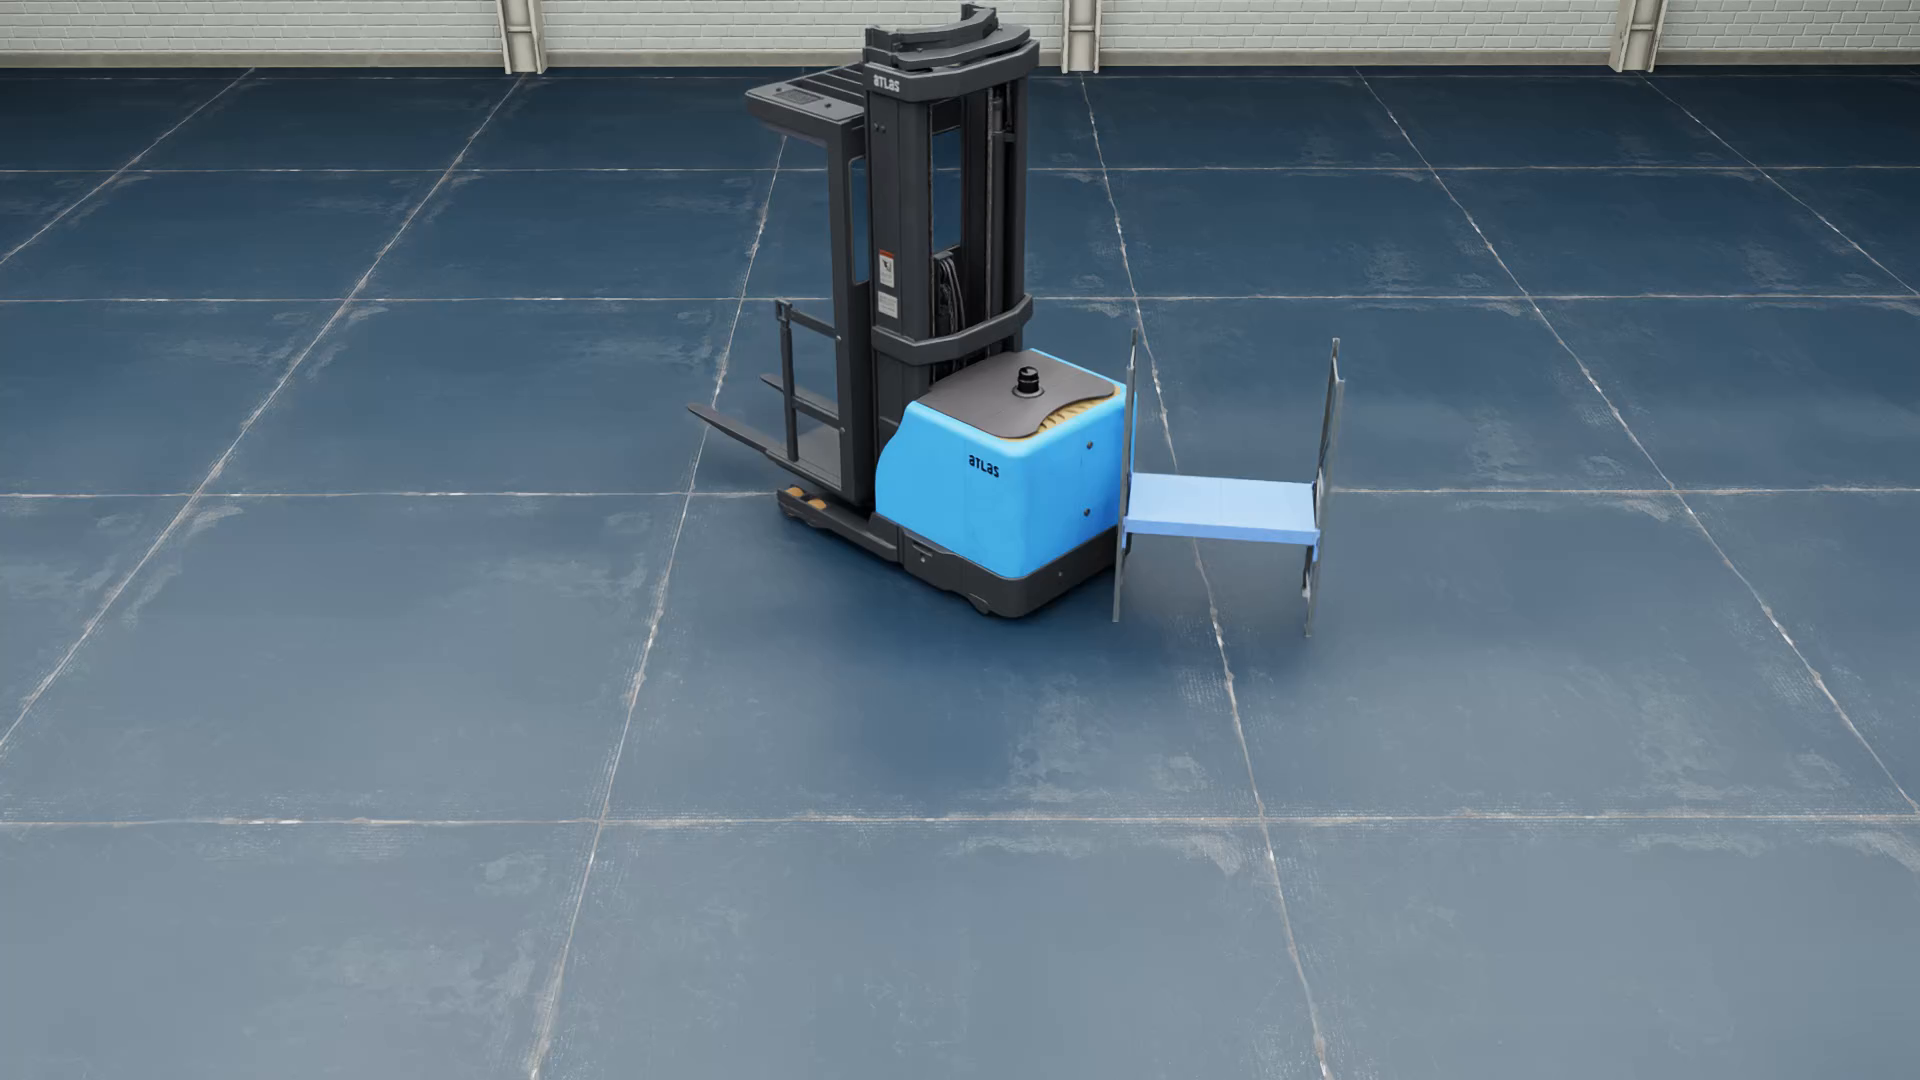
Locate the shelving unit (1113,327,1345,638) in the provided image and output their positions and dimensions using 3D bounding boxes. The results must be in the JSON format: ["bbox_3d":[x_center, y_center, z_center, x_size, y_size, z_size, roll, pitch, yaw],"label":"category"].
[{"bbox_3d":[1.370,-0.289,8.669,1.048,1.500,0.538,4,31,7],"label":"shelving unit"}]

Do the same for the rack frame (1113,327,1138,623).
[{"bbox_3d":[0.866,-0.324,8.728,0.032,1.500,0.500,4,31,7],"label":"rack frame"}]

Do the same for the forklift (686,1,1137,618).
[{"bbox_3d":[-0.438,-1.499,9.284,3.031,2.935,1.130,27,40,37],"label":"forklift"}]

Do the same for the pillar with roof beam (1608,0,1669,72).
[{"bbox_3d":[7.326,-6.756,12.099,0.400,9.000,9.100,0,31,0],"label":"pillar with roof beam"}]

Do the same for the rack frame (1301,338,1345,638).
[{"bbox_3d":[1.874,-0.253,8.611,0.032,1.500,0.500,4,31,7],"label":"rack frame"}]

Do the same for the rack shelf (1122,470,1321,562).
[{"bbox_3d":[1.370,-0.135,8.762,1.000,0.185,0.538,4,31,7],"label":"rack shelf"}]

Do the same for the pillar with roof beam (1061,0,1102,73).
[{"bbox_3d":[1.326,-6.737,12.069,0.400,9.000,9.100,0,31,0],"label":"pillar with roof beam"}]

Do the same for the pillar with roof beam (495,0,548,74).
[{"bbox_3d":[-4.674,-6.719,12.038,0.400,9.000,9.100,0,31,0],"label":"pillar with roof beam"}]
